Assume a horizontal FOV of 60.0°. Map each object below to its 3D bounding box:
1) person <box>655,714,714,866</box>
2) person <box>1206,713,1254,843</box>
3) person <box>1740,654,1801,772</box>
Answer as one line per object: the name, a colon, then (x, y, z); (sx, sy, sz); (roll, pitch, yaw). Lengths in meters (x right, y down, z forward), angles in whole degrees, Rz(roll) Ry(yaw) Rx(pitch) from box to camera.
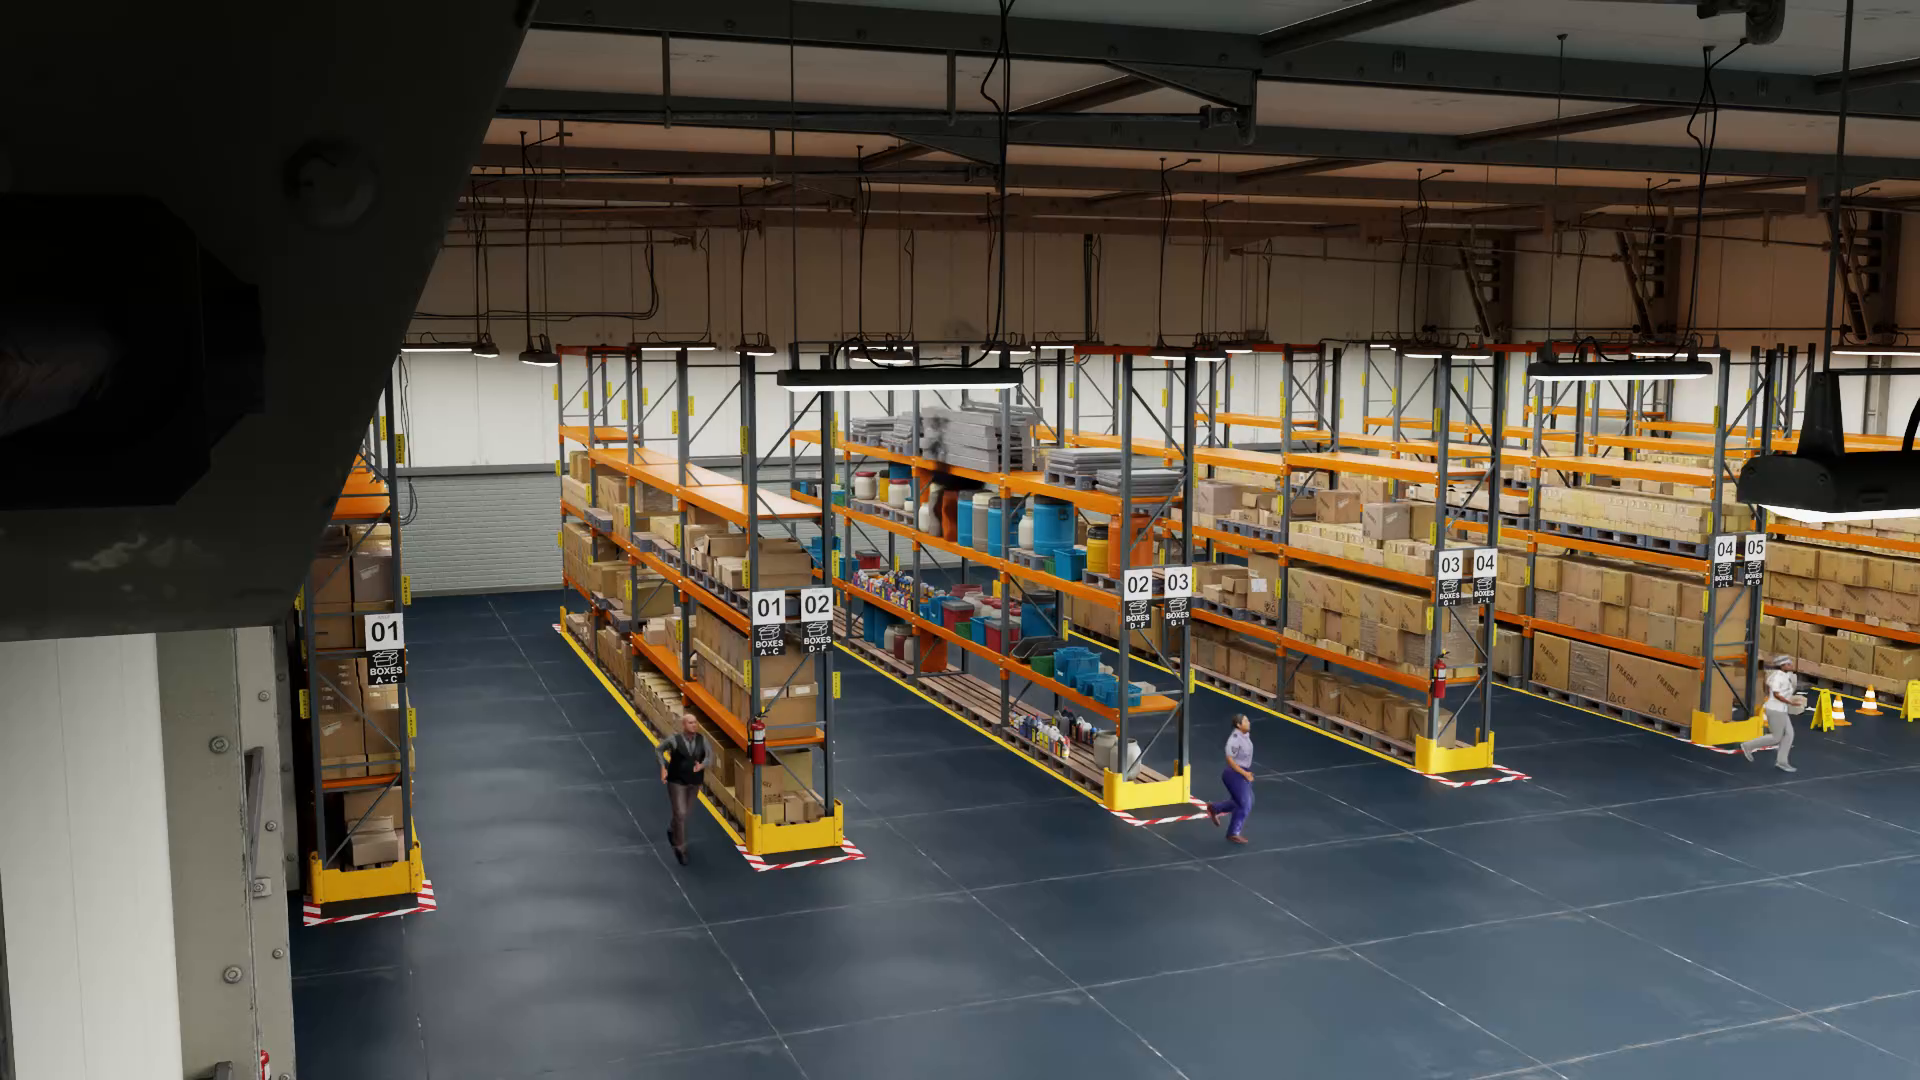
person: (-3.298, 2.957, 20.053); (0.664, 1.758, 0.877); (-4, 8, -30)
person: (3.369, 2.932, 20.655); (0.621, 1.626, 0.615); (2, 8, 19)
person: (11.775, 2.471, 24.060); (0.706, 1.692, 0.592); (4, 8, 27)
